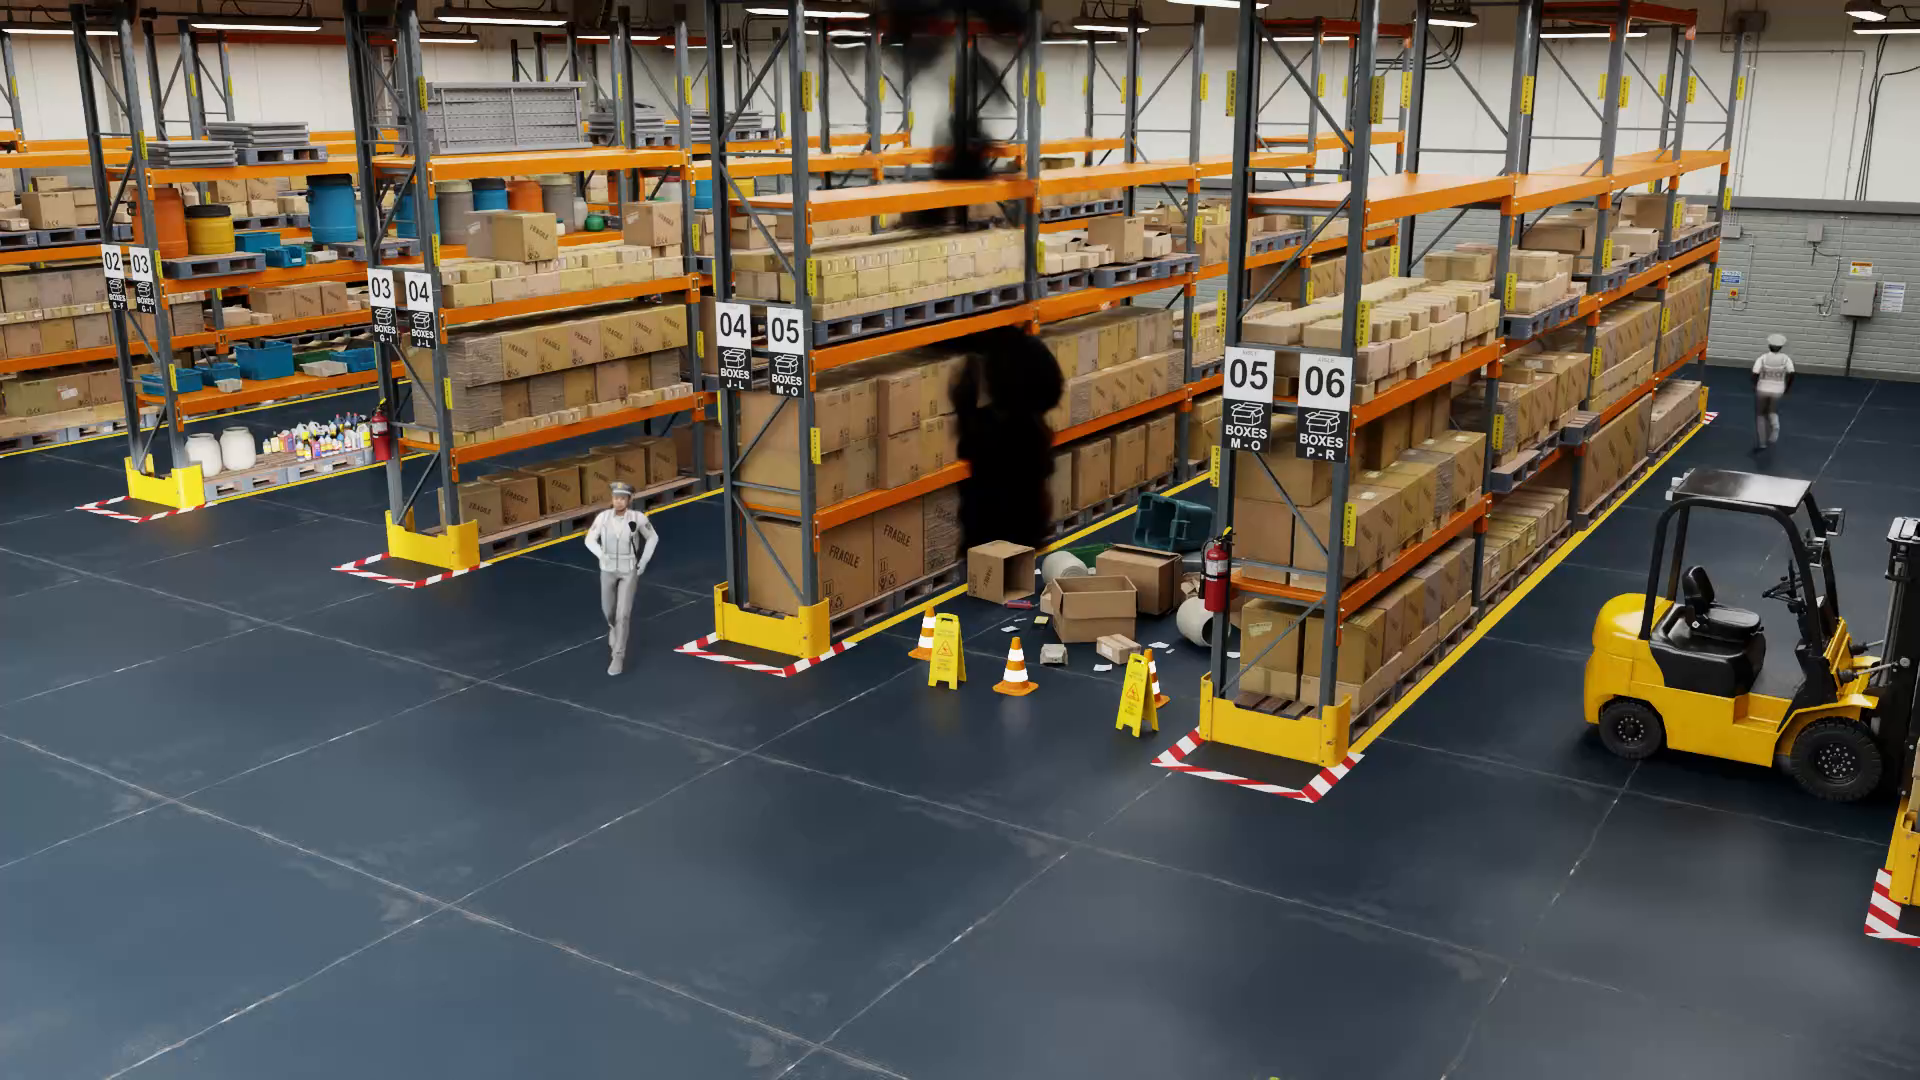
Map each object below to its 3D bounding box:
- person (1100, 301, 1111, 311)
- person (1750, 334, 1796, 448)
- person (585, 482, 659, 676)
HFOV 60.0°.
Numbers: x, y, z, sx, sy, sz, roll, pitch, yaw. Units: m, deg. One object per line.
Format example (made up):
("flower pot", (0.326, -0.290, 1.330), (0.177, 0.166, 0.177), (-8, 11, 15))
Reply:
("person", (2.389, -3.167, 27.527), (0.539, 1.732, 0.763), (8, 17, 27))
("person", (11.593, -2.122, 23.799), (0.575, 1.661, 0.560), (5, 16, 17))
("person", (-3.059, 0.291, 15.044), (0.643, 1.709, 0.807), (0, 16, 0))
